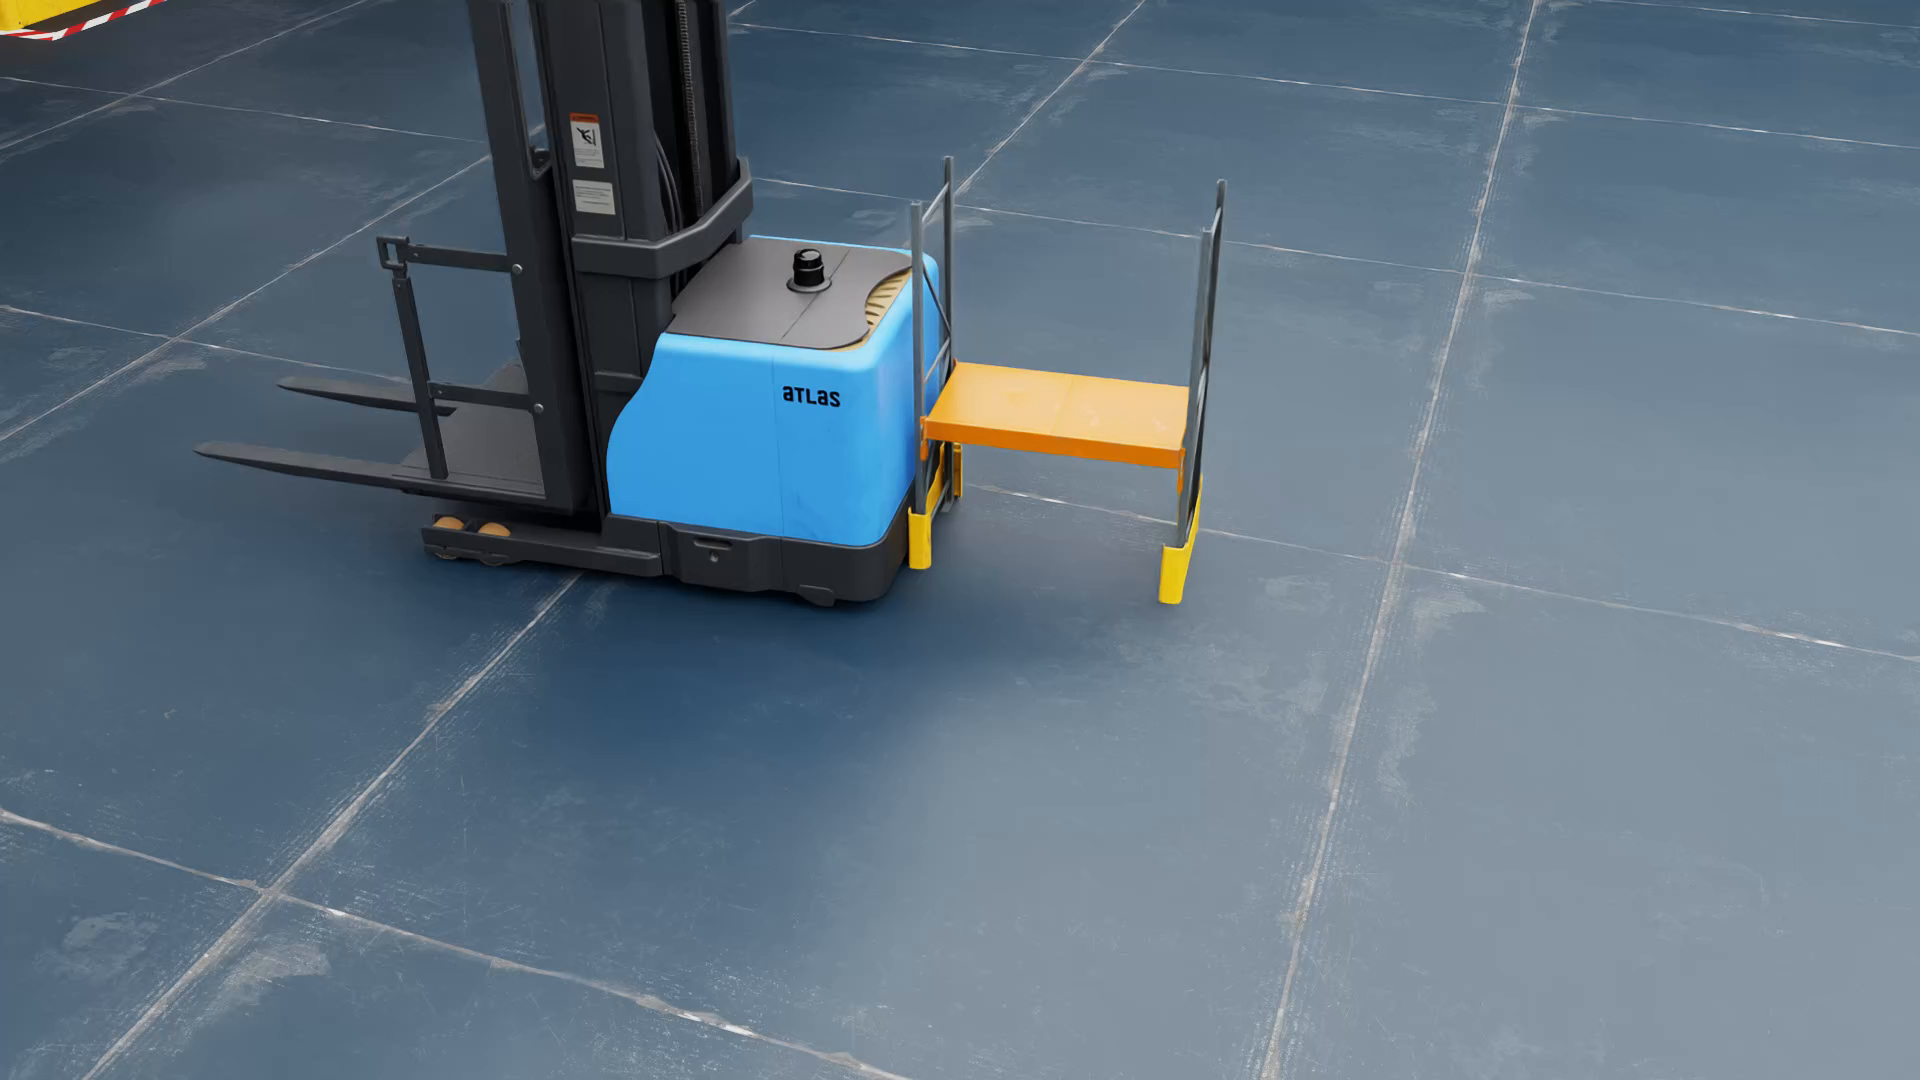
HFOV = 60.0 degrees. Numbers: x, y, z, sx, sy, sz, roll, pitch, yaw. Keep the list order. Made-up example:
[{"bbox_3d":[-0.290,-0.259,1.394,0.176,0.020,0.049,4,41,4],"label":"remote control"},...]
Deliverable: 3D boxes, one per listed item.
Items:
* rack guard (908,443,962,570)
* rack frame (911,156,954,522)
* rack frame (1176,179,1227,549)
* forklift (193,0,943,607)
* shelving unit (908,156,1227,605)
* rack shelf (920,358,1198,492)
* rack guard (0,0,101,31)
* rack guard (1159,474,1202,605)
[{"bbox_3d":[-0.097,-0.144,6.743,0.087,0.250,0.587,8,34,12],"label":"rack guard"},{"bbox_3d":[-0.098,-0.669,6.404,0.032,1.500,0.500,8,34,12],"label":"rack frame"},{"bbox_3d":[0.889,-0.538,6.201,0.032,1.500,0.500,8,34,12],"label":"rack frame"},{"bbox_3d":[-1.645,-1.398,6.213,3.031,2.935,1.130,8,34,12],"label":"forklift"},{"bbox_3d":[0.386,-0.605,6.304,1.083,1.500,0.587,8,34,12],"label":"shelving unit"},{"bbox_3d":[0.395,-0.453,6.400,1.000,0.185,0.538,8,34,12],"label":"rack shelf"},{"bbox_3d":[-7.280,-4.459,13.195,0.348,0.500,1.175,11,34,16],"label":"rack guard"},{"bbox_3d":[0.870,-0.016,6.544,0.087,0.250,0.587,8,34,12],"label":"rack guard"}]
